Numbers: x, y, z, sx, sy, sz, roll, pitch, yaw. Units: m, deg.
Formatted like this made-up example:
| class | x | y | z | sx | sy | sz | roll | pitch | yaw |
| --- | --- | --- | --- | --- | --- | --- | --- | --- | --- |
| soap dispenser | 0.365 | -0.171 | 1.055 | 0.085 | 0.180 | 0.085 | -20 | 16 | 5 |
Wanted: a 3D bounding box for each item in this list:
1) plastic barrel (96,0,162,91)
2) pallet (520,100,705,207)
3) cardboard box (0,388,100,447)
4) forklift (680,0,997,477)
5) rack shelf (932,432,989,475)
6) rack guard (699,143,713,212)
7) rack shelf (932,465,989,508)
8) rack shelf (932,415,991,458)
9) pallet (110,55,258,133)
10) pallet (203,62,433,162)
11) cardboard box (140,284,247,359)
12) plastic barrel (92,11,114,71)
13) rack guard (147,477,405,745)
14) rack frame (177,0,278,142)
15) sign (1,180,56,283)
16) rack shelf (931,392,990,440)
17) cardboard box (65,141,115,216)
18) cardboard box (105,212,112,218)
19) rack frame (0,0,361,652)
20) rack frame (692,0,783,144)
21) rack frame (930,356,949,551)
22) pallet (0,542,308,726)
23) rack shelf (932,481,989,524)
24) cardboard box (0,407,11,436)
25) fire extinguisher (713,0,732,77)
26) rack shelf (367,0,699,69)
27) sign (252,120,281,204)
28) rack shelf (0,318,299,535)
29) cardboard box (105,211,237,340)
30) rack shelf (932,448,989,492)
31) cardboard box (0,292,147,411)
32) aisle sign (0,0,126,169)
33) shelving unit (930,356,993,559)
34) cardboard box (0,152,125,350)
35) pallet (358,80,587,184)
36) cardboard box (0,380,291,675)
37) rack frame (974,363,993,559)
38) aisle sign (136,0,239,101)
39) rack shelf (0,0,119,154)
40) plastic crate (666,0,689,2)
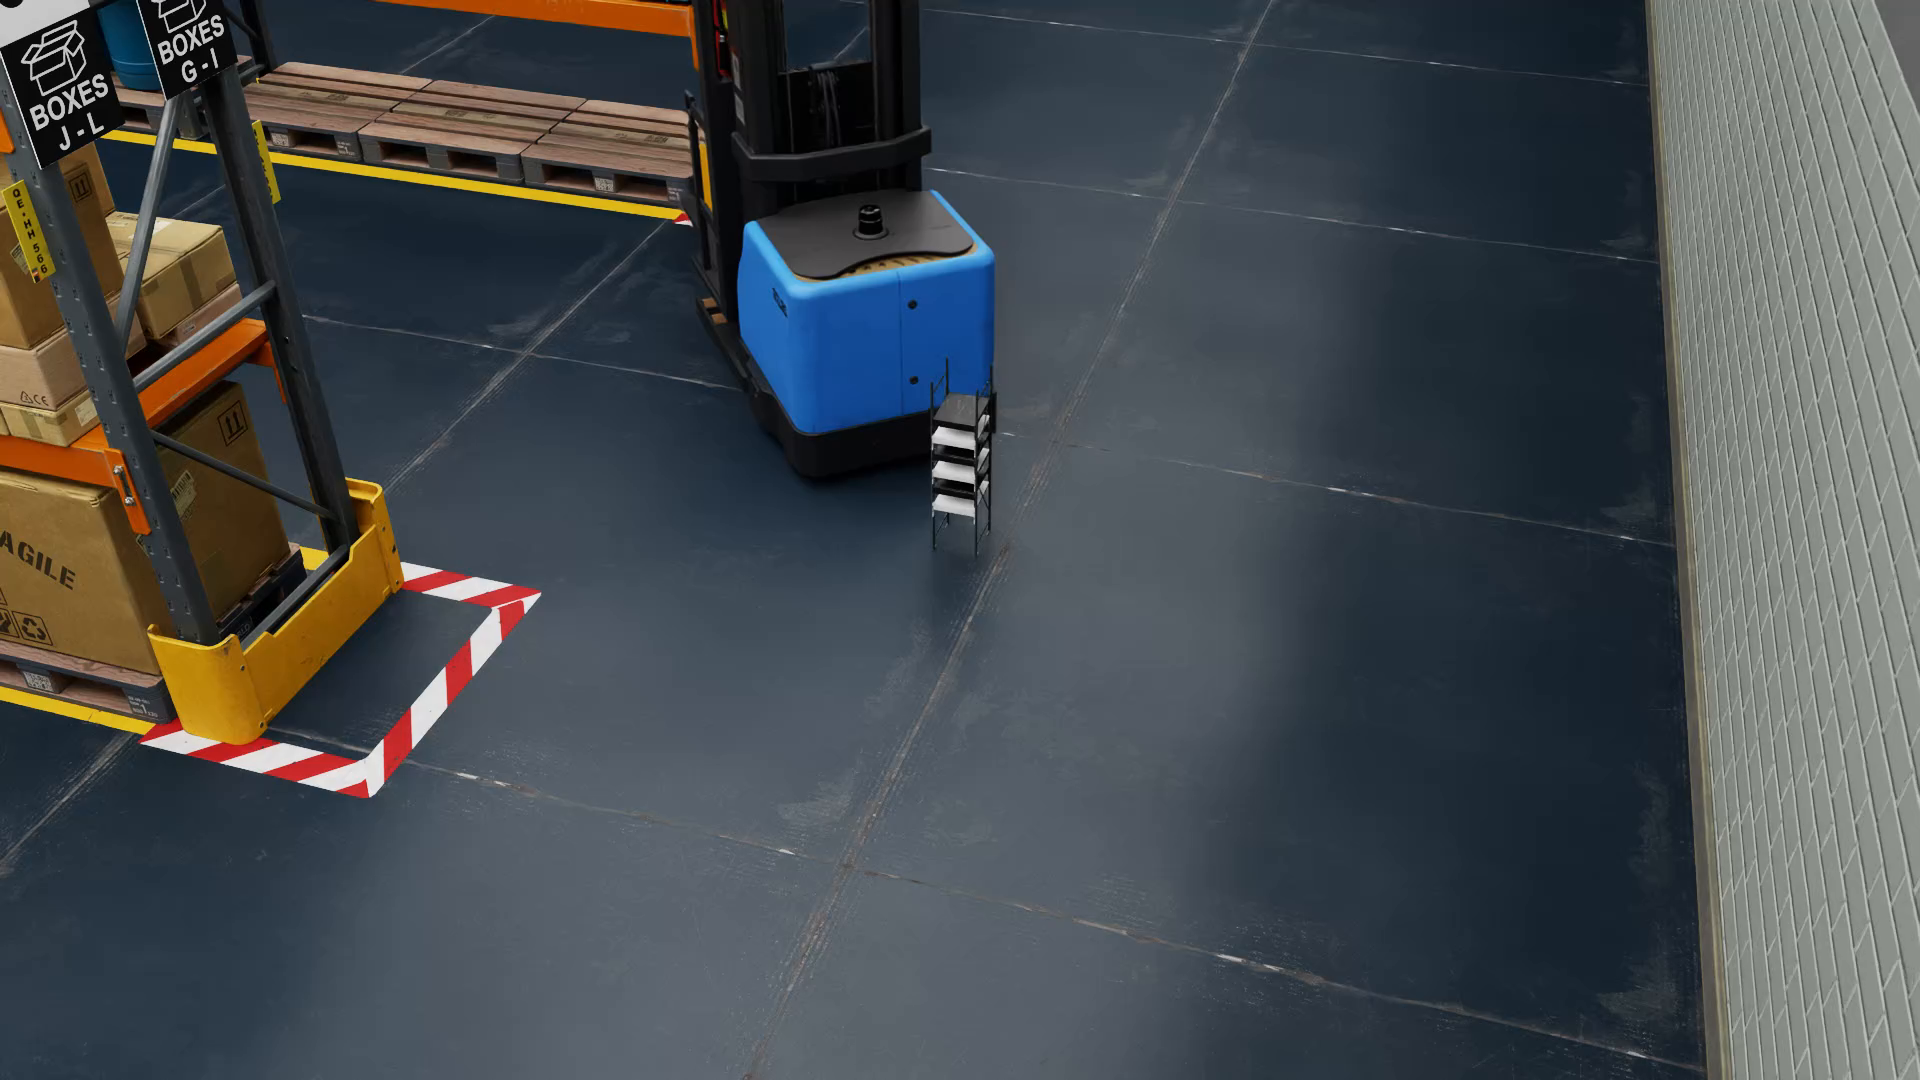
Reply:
| class | x | y | z | sx | sy | sz | roll | pitch | yaw |
| --- | --- | --- | --- | --- | --- | --- | --- | --- | --- |
| plastic barrel | -5.702 | -3.683 | 11.640 | 0.708 | 0.901 | 0.600 | 10 | 38 | 14 |
| pallet | -2.145 | -2.591 | 11.092 | 1.213 | 0.211 | 1.003 | 10 | 38 | 14 |
| cardboard box | -3.285 | -0.519 | 6.137 | 0.250 | 0.149 | 0.380 | 11 | 38 | 15 |
| forklift | -0.839 | -2.357 | 8.480 | 1.130 | 2.935 | 3.031 | -13 | 38 | -18 |
| rack shelf | 0.008 | -0.407 | 7.448 | 0.200 | 0.077 | 0.258 | 10 | 38 | 14 |
| rack guard | -1.343 | -2.543 | 10.783 | 0.348 | 0.500 | 1.175 | 10 | 38 | 14 |
| rack shelf | 0.008 | -0.262 | 7.554 | 0.200 | 0.077 | 0.258 | 10 | 38 | 14 |
| rack shelf | 0.008 | -0.479 | 7.394 | 0.200 | 0.077 | 0.258 | 10 | 38 | 14 |
| pallet | -5.912 | -3.290 | 12.042 | 1.213 | 0.211 | 1.003 | 10 | 38 | 14 |
| pallet | -4.474 | -3.022 | 11.678 | 1.213 | 0.211 | 1.003 | 10 | 38 | 14 |
| cardboard box | -3.087 | -0.892 | 6.644 | 0.250 | 0.149 | 0.380 | 11 | 38 | 14 |
| plastic barrel | -6.378 | -3.808 | 11.810 | 0.708 | 0.901 | 0.600 | 10 | 38 | 14 |
| rack guard | -2.824 | 0.267 | 6.965 | 0.348 | 0.500 | 1.175 | 10 | 38 | 14 |
| rack frame | -5.188 | -4.253 | 10.998 | 0.127 | 3.000 | 1.000 | 10 | 38 | 14 |
| sign | -3.022 | -1.001 | 5.403 | 0.005 | 0.325 | 0.100 | 10 | 38 | 14 |
| rack shelf | 0.008 | -0.552 | 7.341 | 0.200 | 0.077 | 0.258 | 10 | 38 | 14 |
| cardboard box | -3.702 | -1.431 | 6.407 | 0.500 | 0.500 | 0.500 | 10 | 37 | 13 |
| cardboard box | -3.722 | -1.129 | 6.629 | 0.500 | 0.250 | 0.500 | 10 | 38 | 13 |
| rack frame | -2.847 | -0.744 | 6.230 | 0.127 | 3.000 | 1.000 | 10 | 38 | 14 |
| rack frame | -1.370 | -3.546 | 10.038 | 0.127 | 3.000 | 1.000 | 10 | 38 | 14 |
| rack frame | -0.089 | -0.379 | 7.506 | 0.006 | 0.900 | 0.240 | 10 | 38 | 14 |
| pallet | -3.633 | 0.282 | 7.189 | 1.213 | 0.211 | 1.003 | 10 | 38 | 14 |
| rack shelf | 0.008 | -0.189 | 7.608 | 0.200 | 0.077 | 0.258 | 10 | 38 | 14 |
| cardboard box | -3.533 | -0.564 | 6.198 | 0.250 | 0.149 | 0.380 | 11 | 38 | 14 |
| fire extinguisher | -1.361 | -3.081 | 9.786 | 0.183 | 0.674 | 0.296 | 10 | 38 | 14 |
| rack shelf | -3.279 | -3.610 | 10.731 | 4.000 | 0.370 | 1.077 | 10 | 38 | 14 |
| sign | -2.675 | -1.437 | 6.375 | 0.005 | 0.325 | 0.100 | 10 | 38 | 14 |
| rack shelf | -4.756 | -0.808 | 6.924 | 4.000 | 0.370 | 1.077 | 10 | 38 | 14 |
| cardboard box | -3.224 | -1.041 | 6.509 | 0.500 | 0.250 | 0.500 | 10 | 37 | 13 |
| rack shelf | 0.008 | -0.334 | 7.501 | 0.200 | 0.077 | 0.258 | 10 | 38 | 14 |
| cardboard box | -3.388 | -0.739 | 6.099 | 0.500 | 0.250 | 0.500 | 10 | 38 | 13 |
| aisle sign | -2.867 | -1.608 | 5.212 | 0.004 | 0.787 | 0.394 | 10 | 38 | 14 |
| shelving unit | 0.008 | -0.361 | 7.481 | 0.210 | 0.900 | 0.258 | 10 | 38 | 14 |
| cardboard box | -3.390 | -1.043 | 5.879 | 0.500 | 0.500 | 0.500 | 11 | 38 | 14 |
| pallet | -3.306 | -2.808 | 11.387 | 1.213 | 0.211 | 1.003 | 10 | 38 | 14 |
| cardboard box | -3.481 | -0.125 | 6.828 | 0.875 | 0.875 | 0.875 | 10 | 38 | 14 |
| rack frame | 0.105 | -0.343 | 7.457 | 0.006 | 0.900 | 0.240 | 10 | 38 | 14 |
| aisle sign | -2.688 | -1.948 | 5.673 | 0.004 | 0.787 | 0.394 | 10 | 38 | 14 |
| rack shelf | -4.756 | -2.016 | 6.035 | 4.000 | 0.370 | 1.077 | 10 | 38 | 14 |
| plastic crate | -1.745 | -3.538 | 9.946 | 0.499 | 0.435 | 0.616 | 10 | 38 | 14 |
